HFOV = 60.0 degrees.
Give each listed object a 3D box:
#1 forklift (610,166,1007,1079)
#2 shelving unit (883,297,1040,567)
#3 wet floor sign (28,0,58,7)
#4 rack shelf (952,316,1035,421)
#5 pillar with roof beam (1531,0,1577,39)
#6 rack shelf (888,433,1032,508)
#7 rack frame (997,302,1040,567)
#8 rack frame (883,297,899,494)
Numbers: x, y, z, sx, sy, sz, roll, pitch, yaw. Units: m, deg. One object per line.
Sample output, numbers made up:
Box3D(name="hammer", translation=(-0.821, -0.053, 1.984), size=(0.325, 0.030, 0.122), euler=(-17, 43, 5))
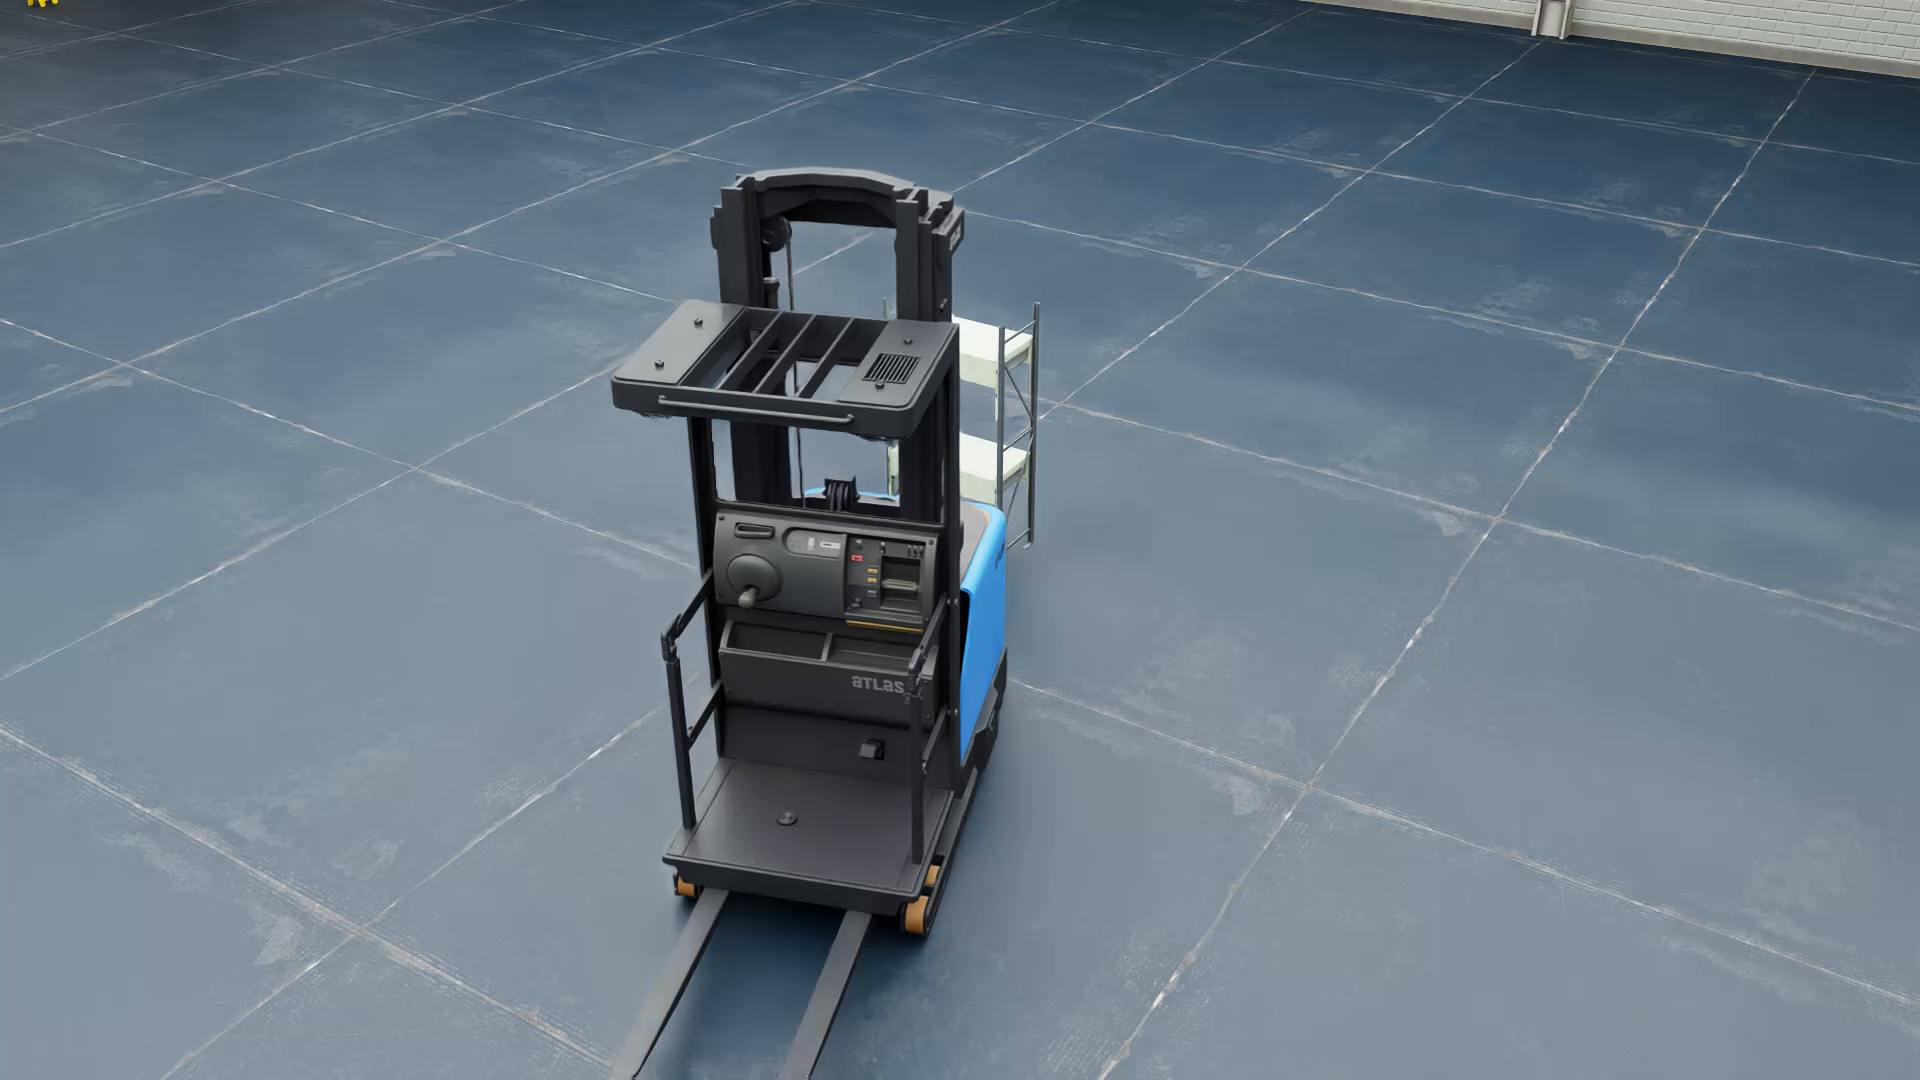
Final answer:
Box3D(name="forklift", translation=(-0.595, 0.167, 6.555), size=(1.130, 2.935, 3.031), euler=(7, 31, 11))
Box3D(name="shelving unit", translation=(0.006, -0.646, 9.369), size=(0.755, 1.500, 0.431), euler=(18, 35, 27))
Box3D(name="wet floor sign", translation=(-12.008, -7.297, 21.617), size=(0.232, 0.644, 0.267), euler=(12, 32, 19))
Box3D(name="rack shelf", translation=(0.006, -0.983, 9.172), size=(0.720, 0.370, 0.431), euler=(18, 35, 27))
Box3D(name="pillar with roof beam", translation=(4.943, -8.238, 14.941), size=(0.400, 9.000, 9.100), euler=(18, 35, 27))
Box3D(name="rack shelf", translation=(0.006, -0.364, 9.533), size=(0.720, 0.370, 0.431), euler=(18, 35, 27))
Box3D(name="rack frame", translation=(0.316, -0.548, 9.201), size=(0.023, 1.500, 0.400), euler=(18, 35, 27))
Box3D(name="rack frame", translation=(-0.304, -0.744, 9.537), size=(0.023, 1.500, 0.400), euler=(18, 35, 27))
